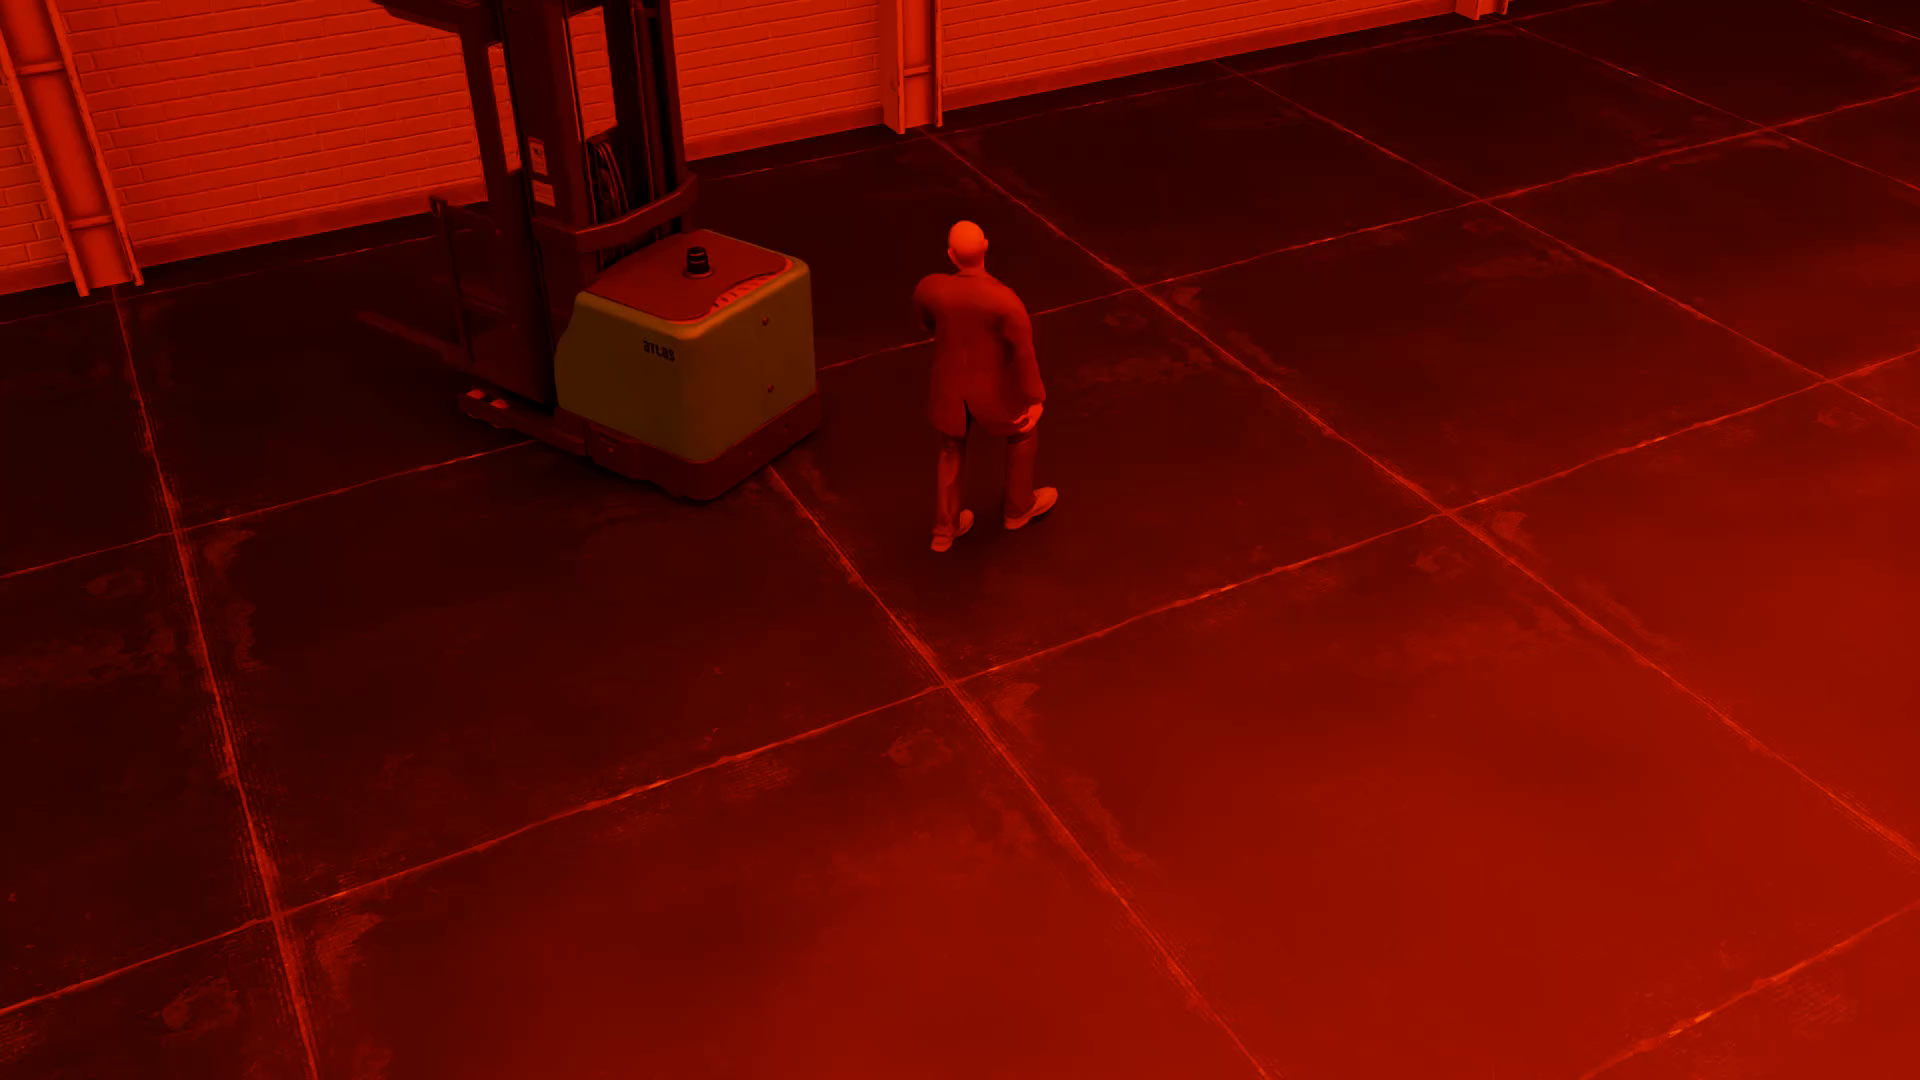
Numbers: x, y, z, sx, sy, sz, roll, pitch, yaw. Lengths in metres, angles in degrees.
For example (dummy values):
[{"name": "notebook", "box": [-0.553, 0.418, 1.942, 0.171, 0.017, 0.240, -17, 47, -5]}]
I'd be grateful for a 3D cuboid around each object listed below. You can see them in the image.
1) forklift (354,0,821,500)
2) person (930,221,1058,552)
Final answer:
[{"name": "forklift", "box": [-2.295, -2.041, 9.065, 3.031, 2.867, 1.129, 22, 41, 27]}, {"name": "person", "box": [0.118, -0.787, 8.285, 0.677, 1.731, 0.683, 12, 37, 17]}]
